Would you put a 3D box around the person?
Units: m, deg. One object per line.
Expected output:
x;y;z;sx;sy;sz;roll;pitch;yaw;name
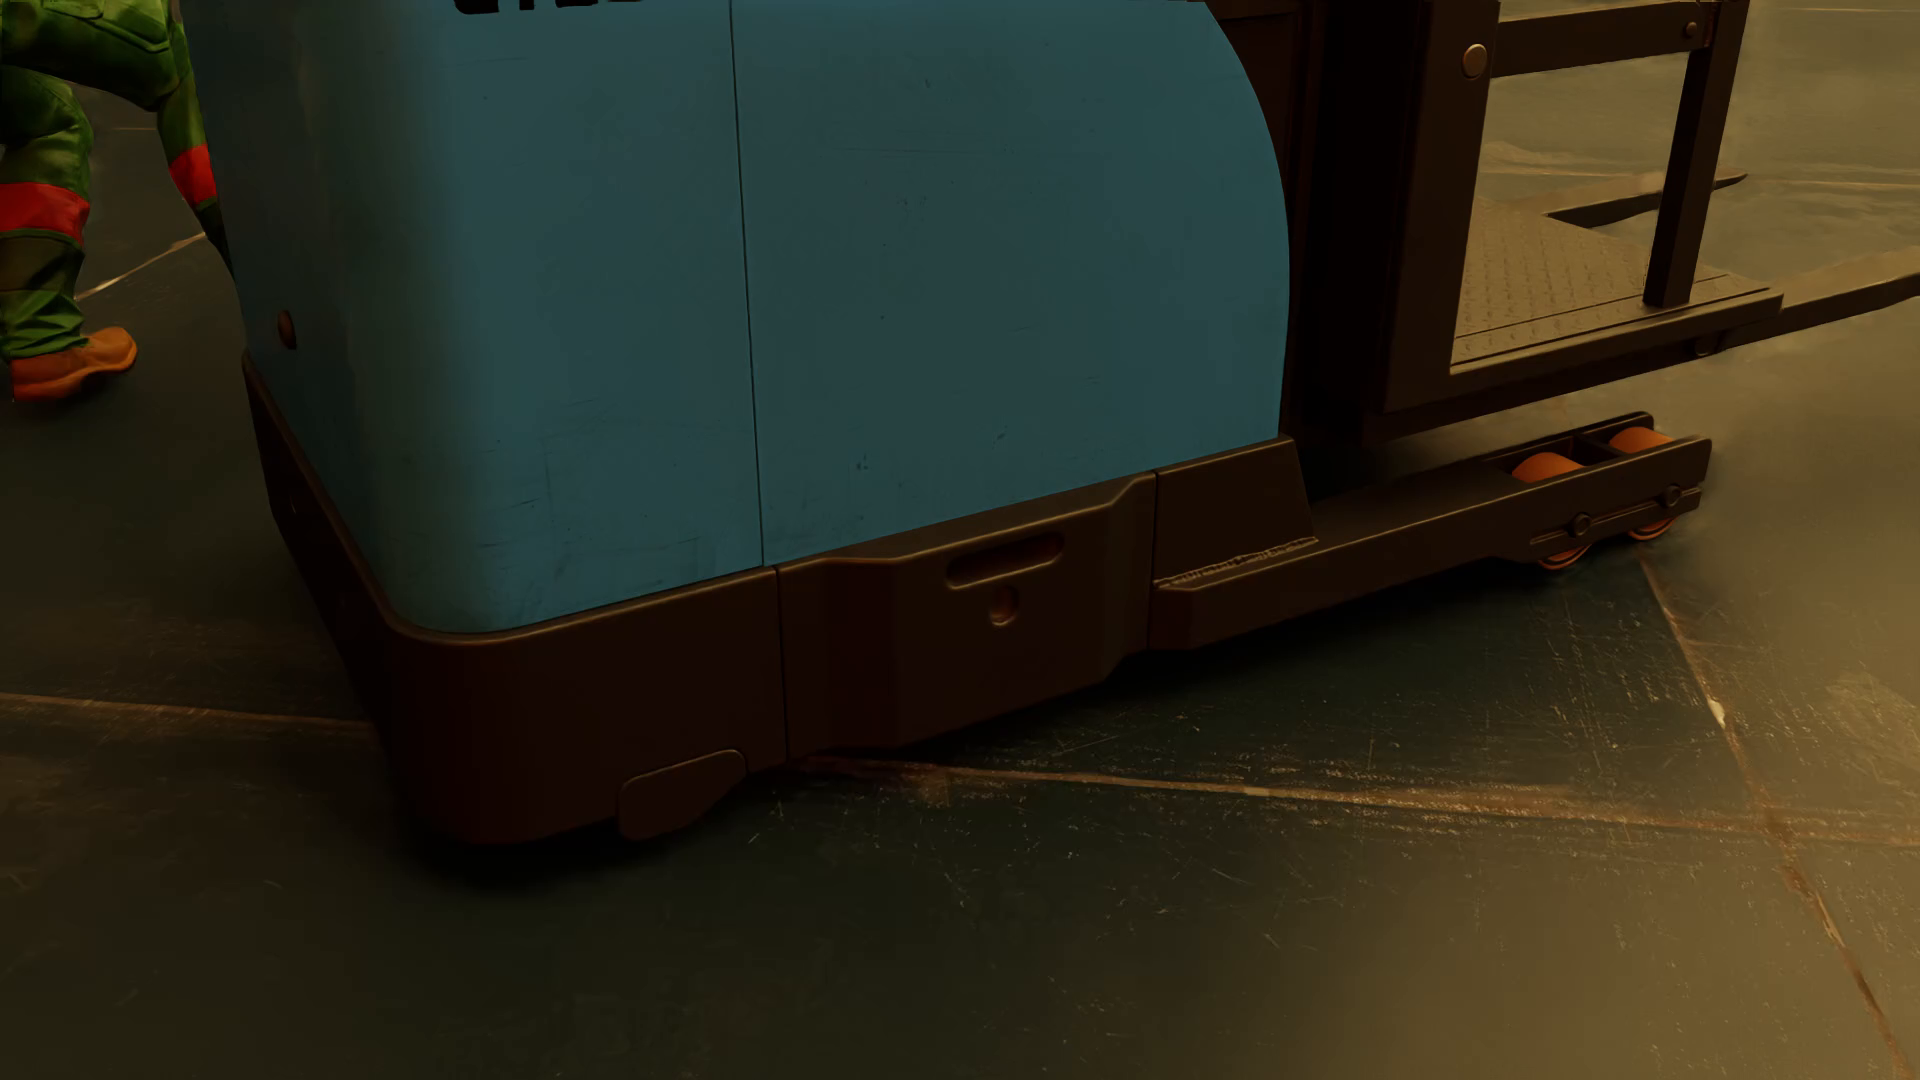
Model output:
-1.564;-1.044;2.845;1.224;1.507;0.905;4;27;9;person

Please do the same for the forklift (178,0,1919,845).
0.528;-1.457;2.138;3.031;2.935;1.130;-15;30;-27;forklift
